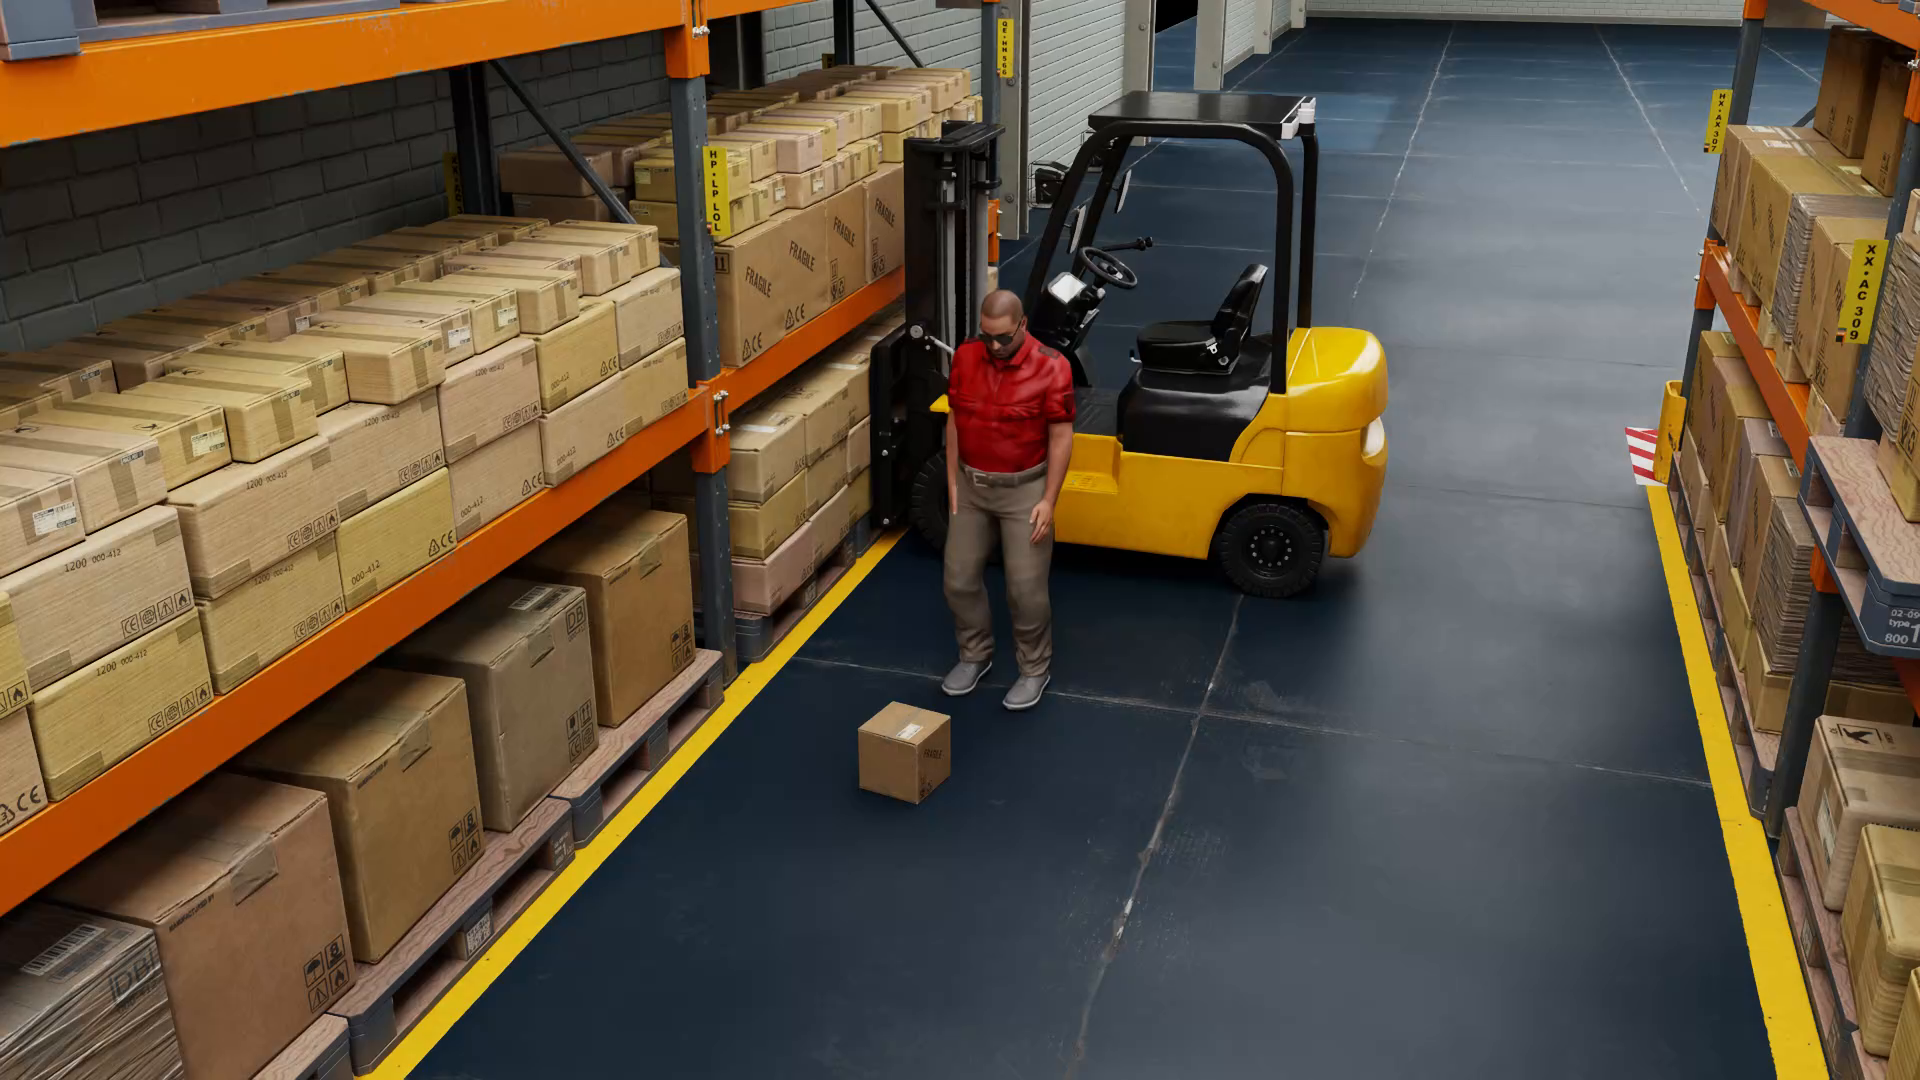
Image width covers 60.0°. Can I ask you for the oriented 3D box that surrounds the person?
[{"bbox_3d":[0.187,-0.168,6.586,0.547,1.699,0.383,11,24,26],"label":"person"}]
